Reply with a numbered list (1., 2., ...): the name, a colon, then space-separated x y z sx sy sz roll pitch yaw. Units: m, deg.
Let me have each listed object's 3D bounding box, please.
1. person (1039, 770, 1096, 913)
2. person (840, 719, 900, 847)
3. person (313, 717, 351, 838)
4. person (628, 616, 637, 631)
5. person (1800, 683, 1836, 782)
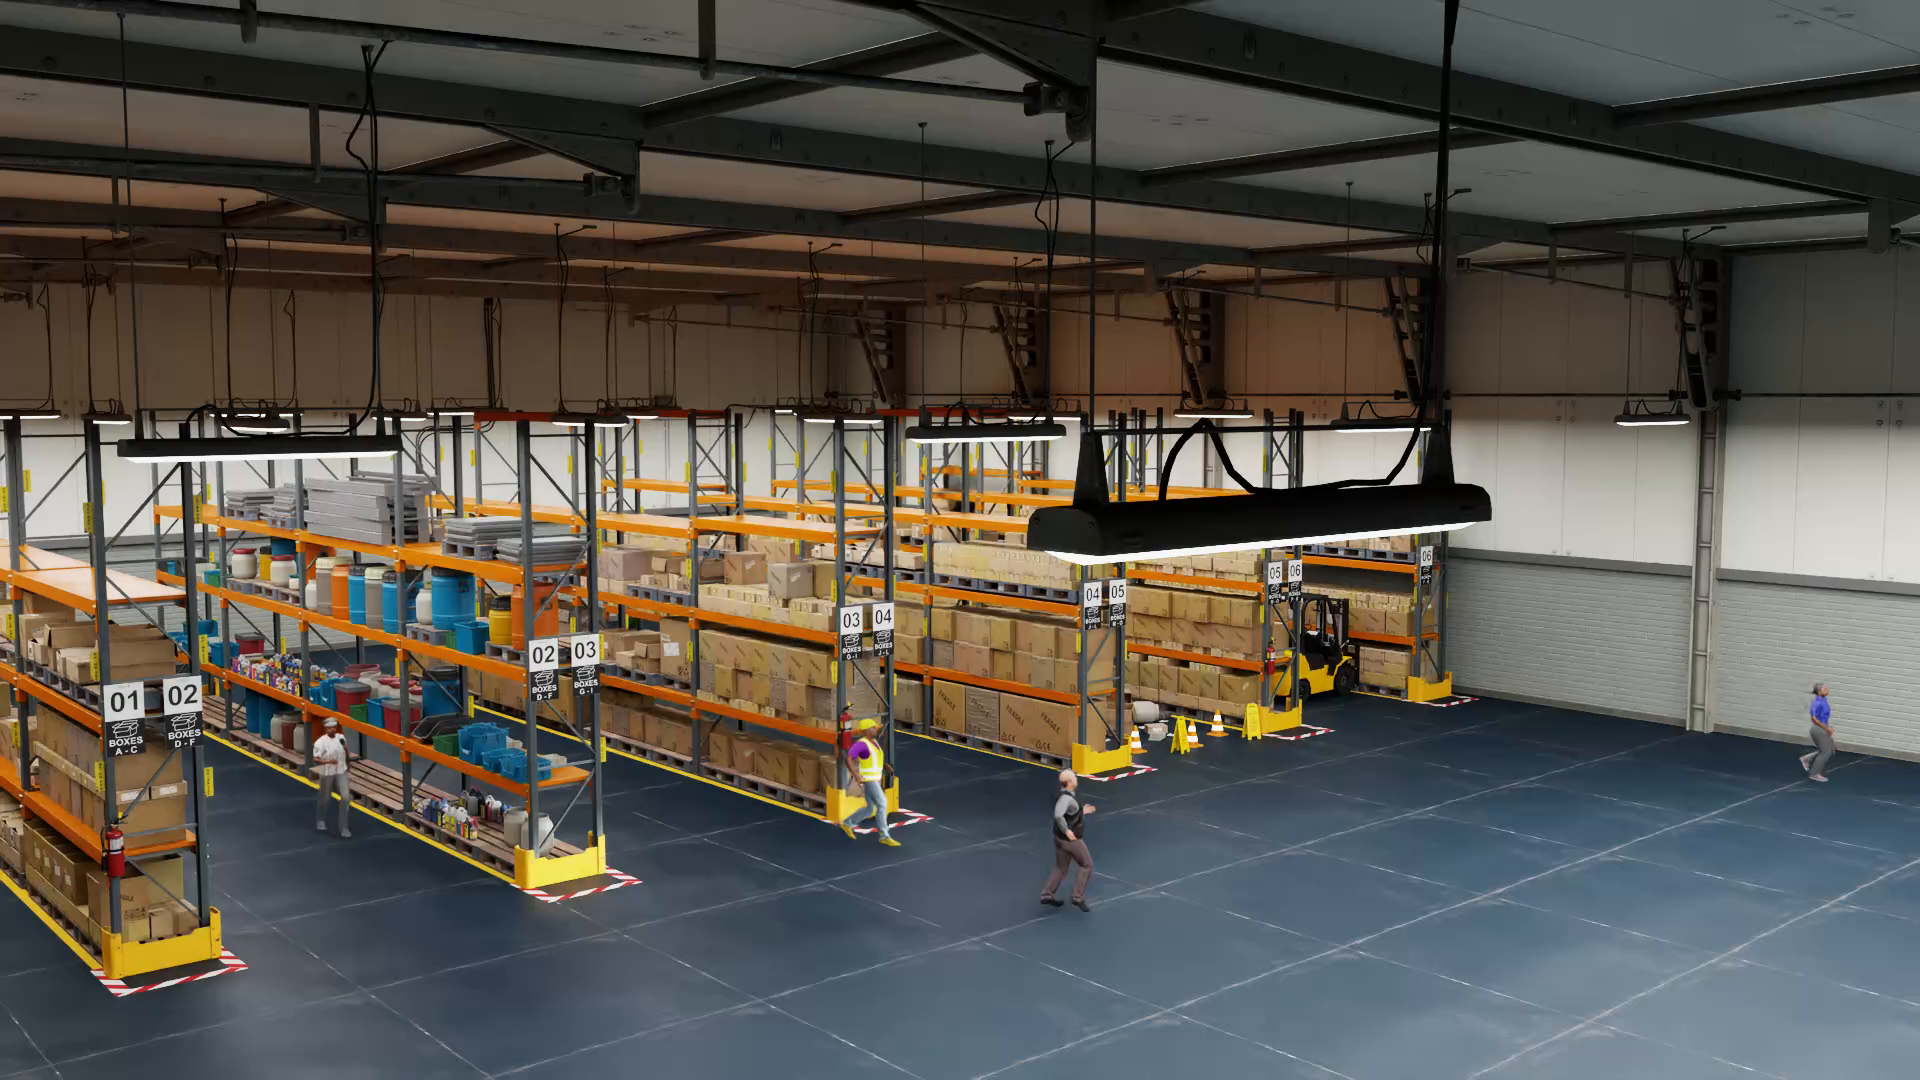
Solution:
1. person: 1.339 3.700 20.380 0.745 1.778 0.644 -1 5 -16
2. person: -1.242 3.396 23.434 0.888 1.753 0.737 1 5 11
3. person: -9.012 3.394 23.907 0.585 1.745 0.792 -4 6 -39
4. person: -8.198 1.844 41.458 0.508 1.723 0.707 0 5 1
5. person: 14.077 3.138 27.277 0.519 1.618 0.578 3 6 33
